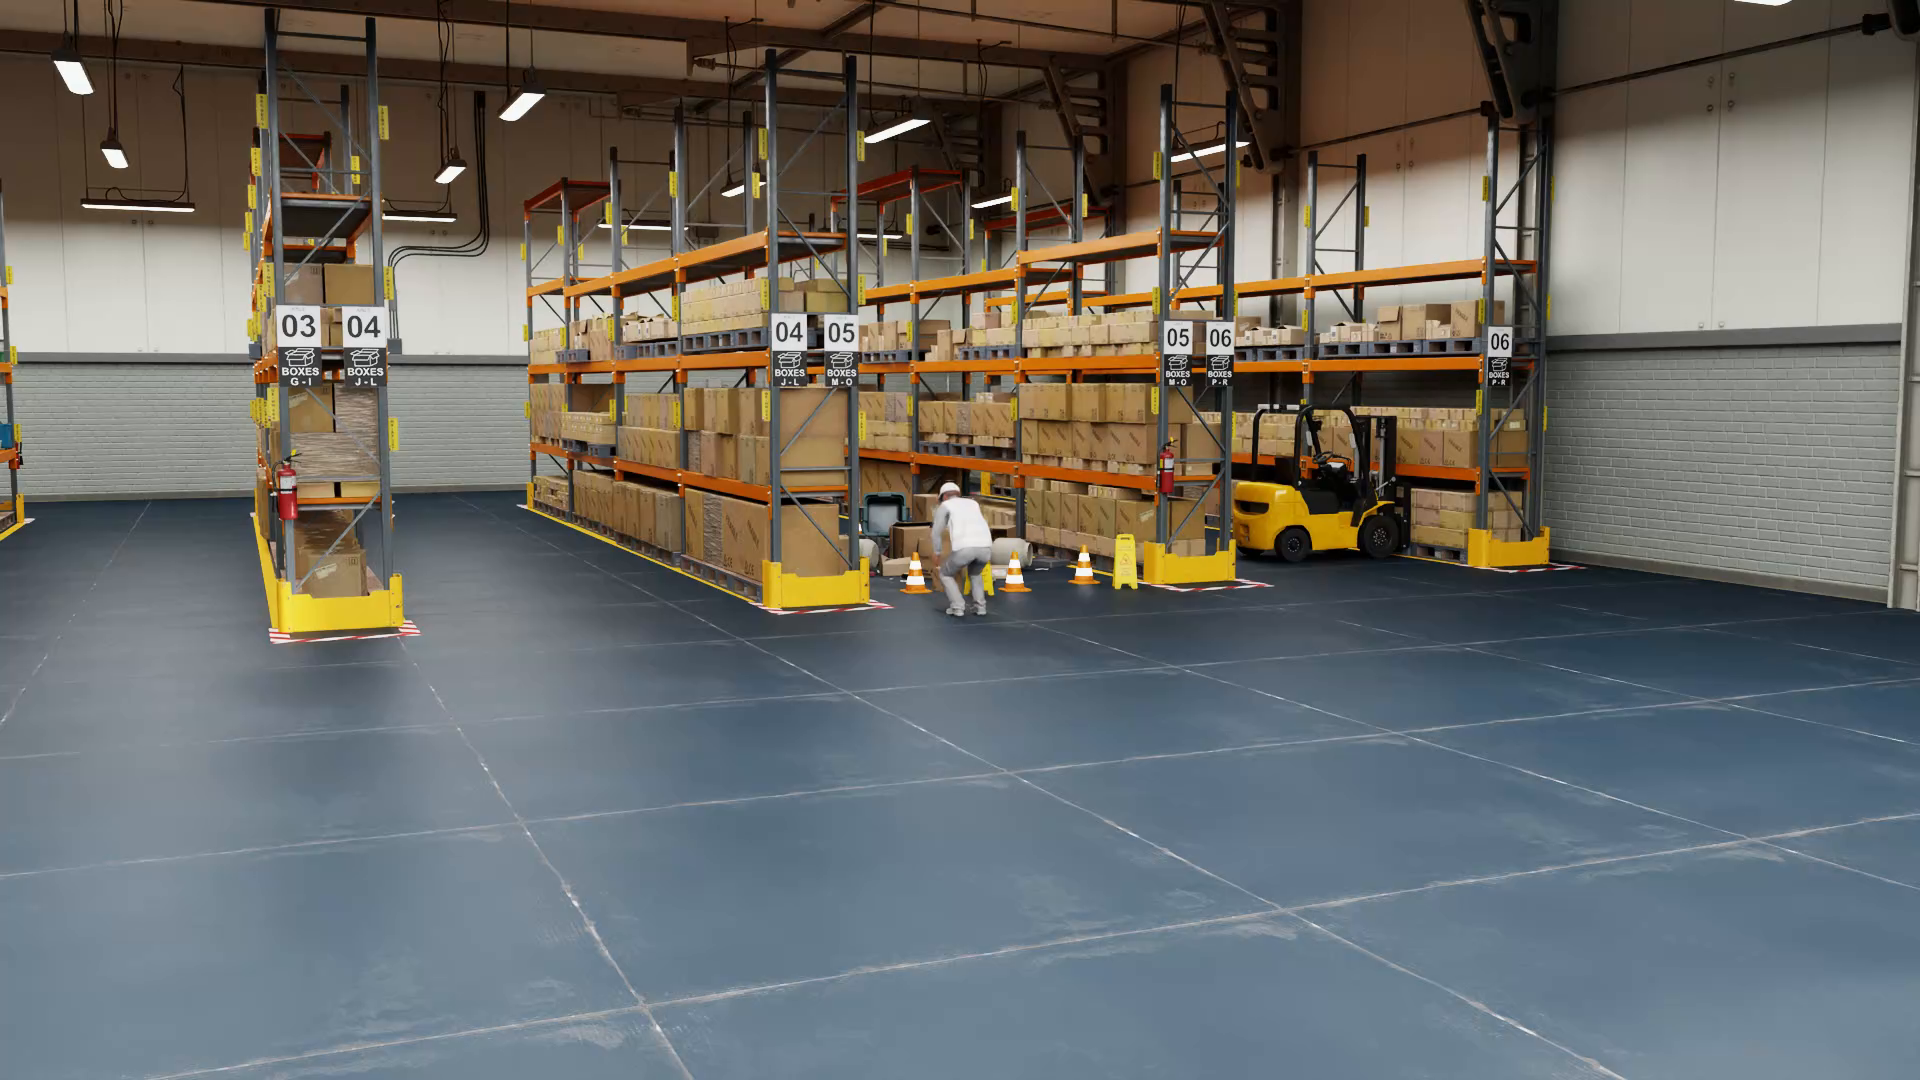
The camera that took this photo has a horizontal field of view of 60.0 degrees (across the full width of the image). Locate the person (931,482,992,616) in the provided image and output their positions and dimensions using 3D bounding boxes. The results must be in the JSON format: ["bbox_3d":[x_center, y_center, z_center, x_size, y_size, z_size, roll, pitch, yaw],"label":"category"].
[{"bbox_3d":[0.002,0.093,17.687,0.591,1.392,0.784,-2,6,-24],"label":"person"}]
